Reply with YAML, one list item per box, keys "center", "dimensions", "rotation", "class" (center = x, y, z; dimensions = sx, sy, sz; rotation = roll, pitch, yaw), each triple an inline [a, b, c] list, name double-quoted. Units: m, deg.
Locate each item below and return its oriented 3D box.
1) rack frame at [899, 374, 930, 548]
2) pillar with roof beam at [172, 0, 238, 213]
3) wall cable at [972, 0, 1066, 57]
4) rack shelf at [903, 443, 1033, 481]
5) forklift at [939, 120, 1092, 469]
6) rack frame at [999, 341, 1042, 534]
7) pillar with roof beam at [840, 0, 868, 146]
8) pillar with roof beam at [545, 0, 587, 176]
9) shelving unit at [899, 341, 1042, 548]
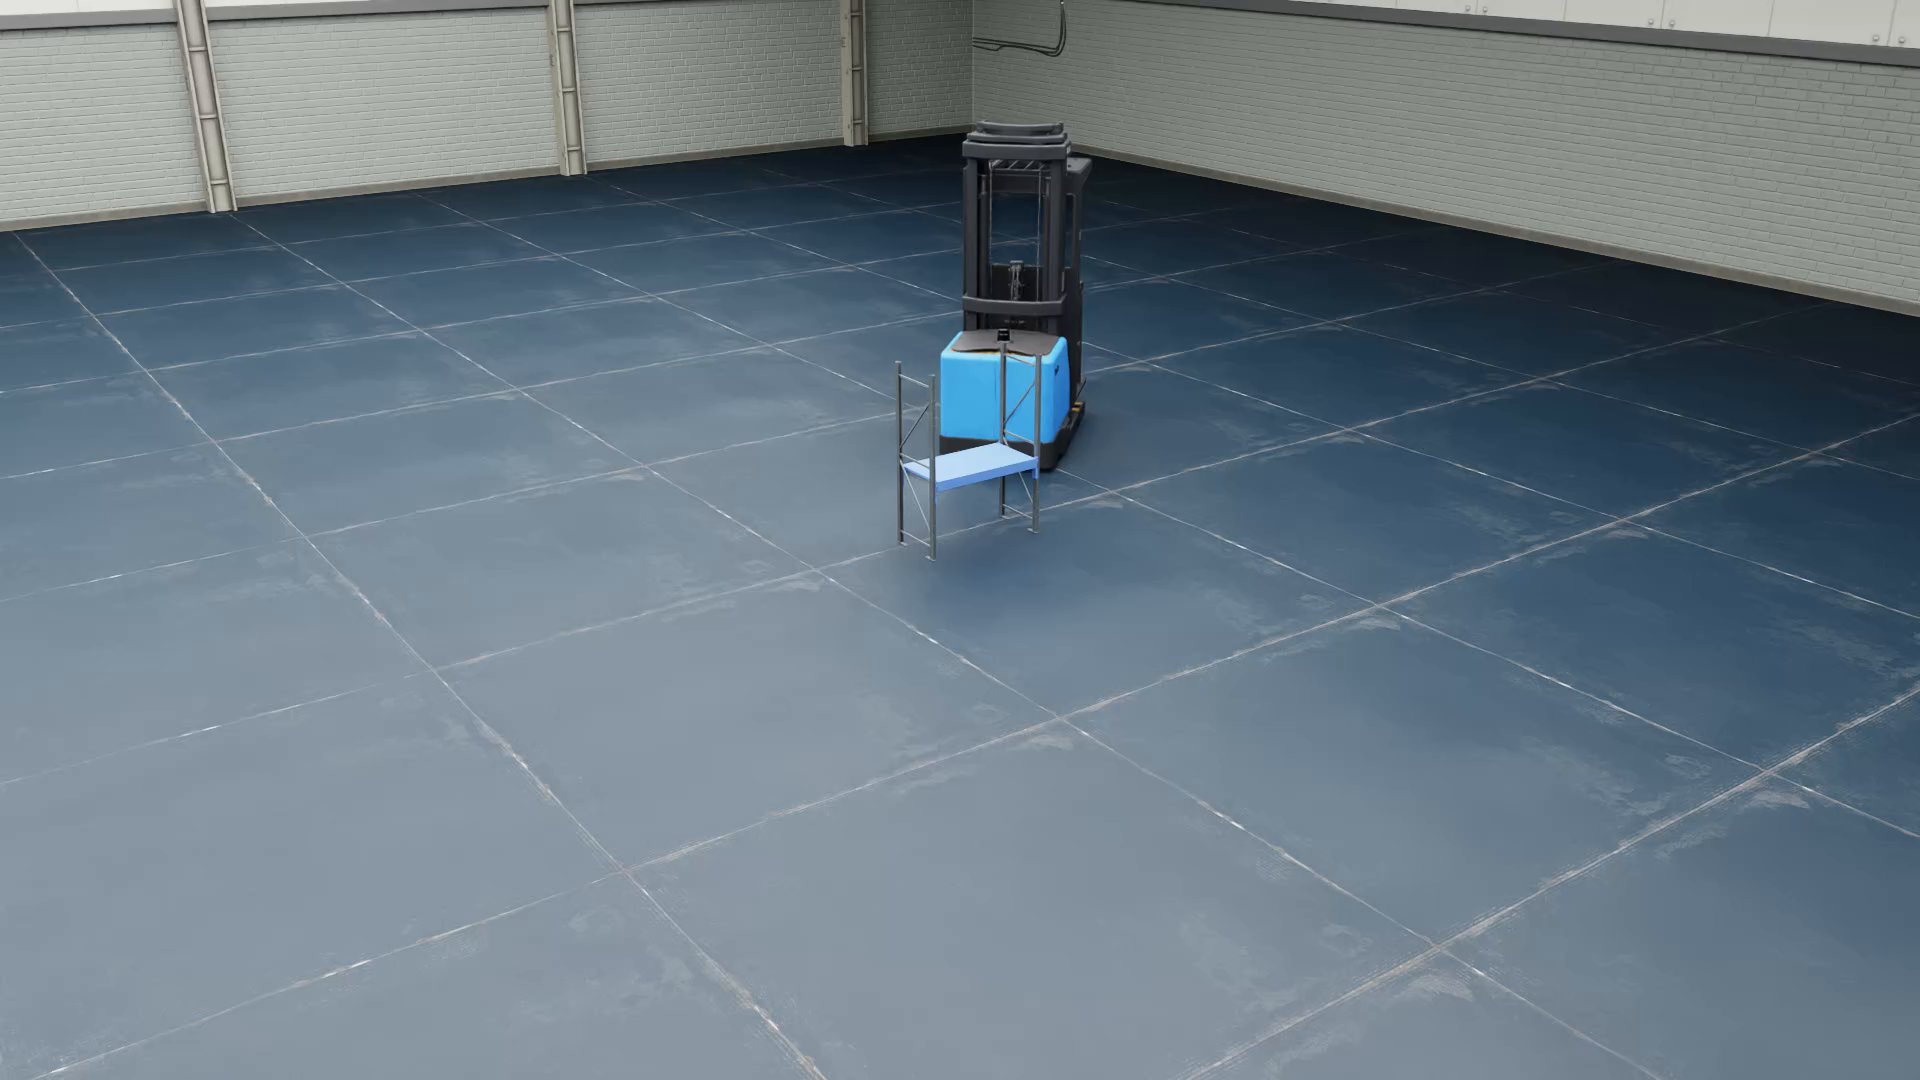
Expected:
- center: [-0.344, -0.606, 12.890]
  dimensions: [0.013, 1.308, 0.475]
  rotation: [-15, 26, -33]
  class: "rack frame"
- center: [-9.303, -8.168, 21.723]
  dimensions: [0.400, 9.000, 9.100]
  rotation: [-15, 26, -33]
  class: "pillar with roof beam"
- center: [1.088, -10.858, 32.654]
  dimensions: [0.112, 2.526, 3.097]
  rotation: [-15, 26, -33]
  class: "wall cable"
- center: [0.069, -0.610, 13.207]
  dimensions: [0.952, 0.026, 0.459]
  rotation: [-15, 26, -33]
  class: "rack shelf"
- center: [0.622, -2.508, 15.726]
  dimensions: [1.130, 2.935, 3.031]
  rotation: [5, 22, 11]
  class: "forklift"
- center: [0.482, -0.825, 13.440]
  dimensions: [0.032, 1.500, 0.500]
  rotation: [-15, 26, -33]
  class: "rack frame"
- center: [0.438, -10.765, 28.232]
  dimensions: [0.400, 9.000, 9.100]
  rotation: [-15, 26, -33]
  class: "pillar with roof beam"
- center: [-4.432, -9.466, 24.977]
  dimensions: [0.400, 9.000, 9.100]
  rotation: [-15, 26, -33]
  class: "pillar with roof beam"
- center: [0.073, -0.716, 13.167]
  dimensions: [1.039, 1.500, 0.500]
  rotation: [-15, 26, -33]
  class: "shelving unit"
